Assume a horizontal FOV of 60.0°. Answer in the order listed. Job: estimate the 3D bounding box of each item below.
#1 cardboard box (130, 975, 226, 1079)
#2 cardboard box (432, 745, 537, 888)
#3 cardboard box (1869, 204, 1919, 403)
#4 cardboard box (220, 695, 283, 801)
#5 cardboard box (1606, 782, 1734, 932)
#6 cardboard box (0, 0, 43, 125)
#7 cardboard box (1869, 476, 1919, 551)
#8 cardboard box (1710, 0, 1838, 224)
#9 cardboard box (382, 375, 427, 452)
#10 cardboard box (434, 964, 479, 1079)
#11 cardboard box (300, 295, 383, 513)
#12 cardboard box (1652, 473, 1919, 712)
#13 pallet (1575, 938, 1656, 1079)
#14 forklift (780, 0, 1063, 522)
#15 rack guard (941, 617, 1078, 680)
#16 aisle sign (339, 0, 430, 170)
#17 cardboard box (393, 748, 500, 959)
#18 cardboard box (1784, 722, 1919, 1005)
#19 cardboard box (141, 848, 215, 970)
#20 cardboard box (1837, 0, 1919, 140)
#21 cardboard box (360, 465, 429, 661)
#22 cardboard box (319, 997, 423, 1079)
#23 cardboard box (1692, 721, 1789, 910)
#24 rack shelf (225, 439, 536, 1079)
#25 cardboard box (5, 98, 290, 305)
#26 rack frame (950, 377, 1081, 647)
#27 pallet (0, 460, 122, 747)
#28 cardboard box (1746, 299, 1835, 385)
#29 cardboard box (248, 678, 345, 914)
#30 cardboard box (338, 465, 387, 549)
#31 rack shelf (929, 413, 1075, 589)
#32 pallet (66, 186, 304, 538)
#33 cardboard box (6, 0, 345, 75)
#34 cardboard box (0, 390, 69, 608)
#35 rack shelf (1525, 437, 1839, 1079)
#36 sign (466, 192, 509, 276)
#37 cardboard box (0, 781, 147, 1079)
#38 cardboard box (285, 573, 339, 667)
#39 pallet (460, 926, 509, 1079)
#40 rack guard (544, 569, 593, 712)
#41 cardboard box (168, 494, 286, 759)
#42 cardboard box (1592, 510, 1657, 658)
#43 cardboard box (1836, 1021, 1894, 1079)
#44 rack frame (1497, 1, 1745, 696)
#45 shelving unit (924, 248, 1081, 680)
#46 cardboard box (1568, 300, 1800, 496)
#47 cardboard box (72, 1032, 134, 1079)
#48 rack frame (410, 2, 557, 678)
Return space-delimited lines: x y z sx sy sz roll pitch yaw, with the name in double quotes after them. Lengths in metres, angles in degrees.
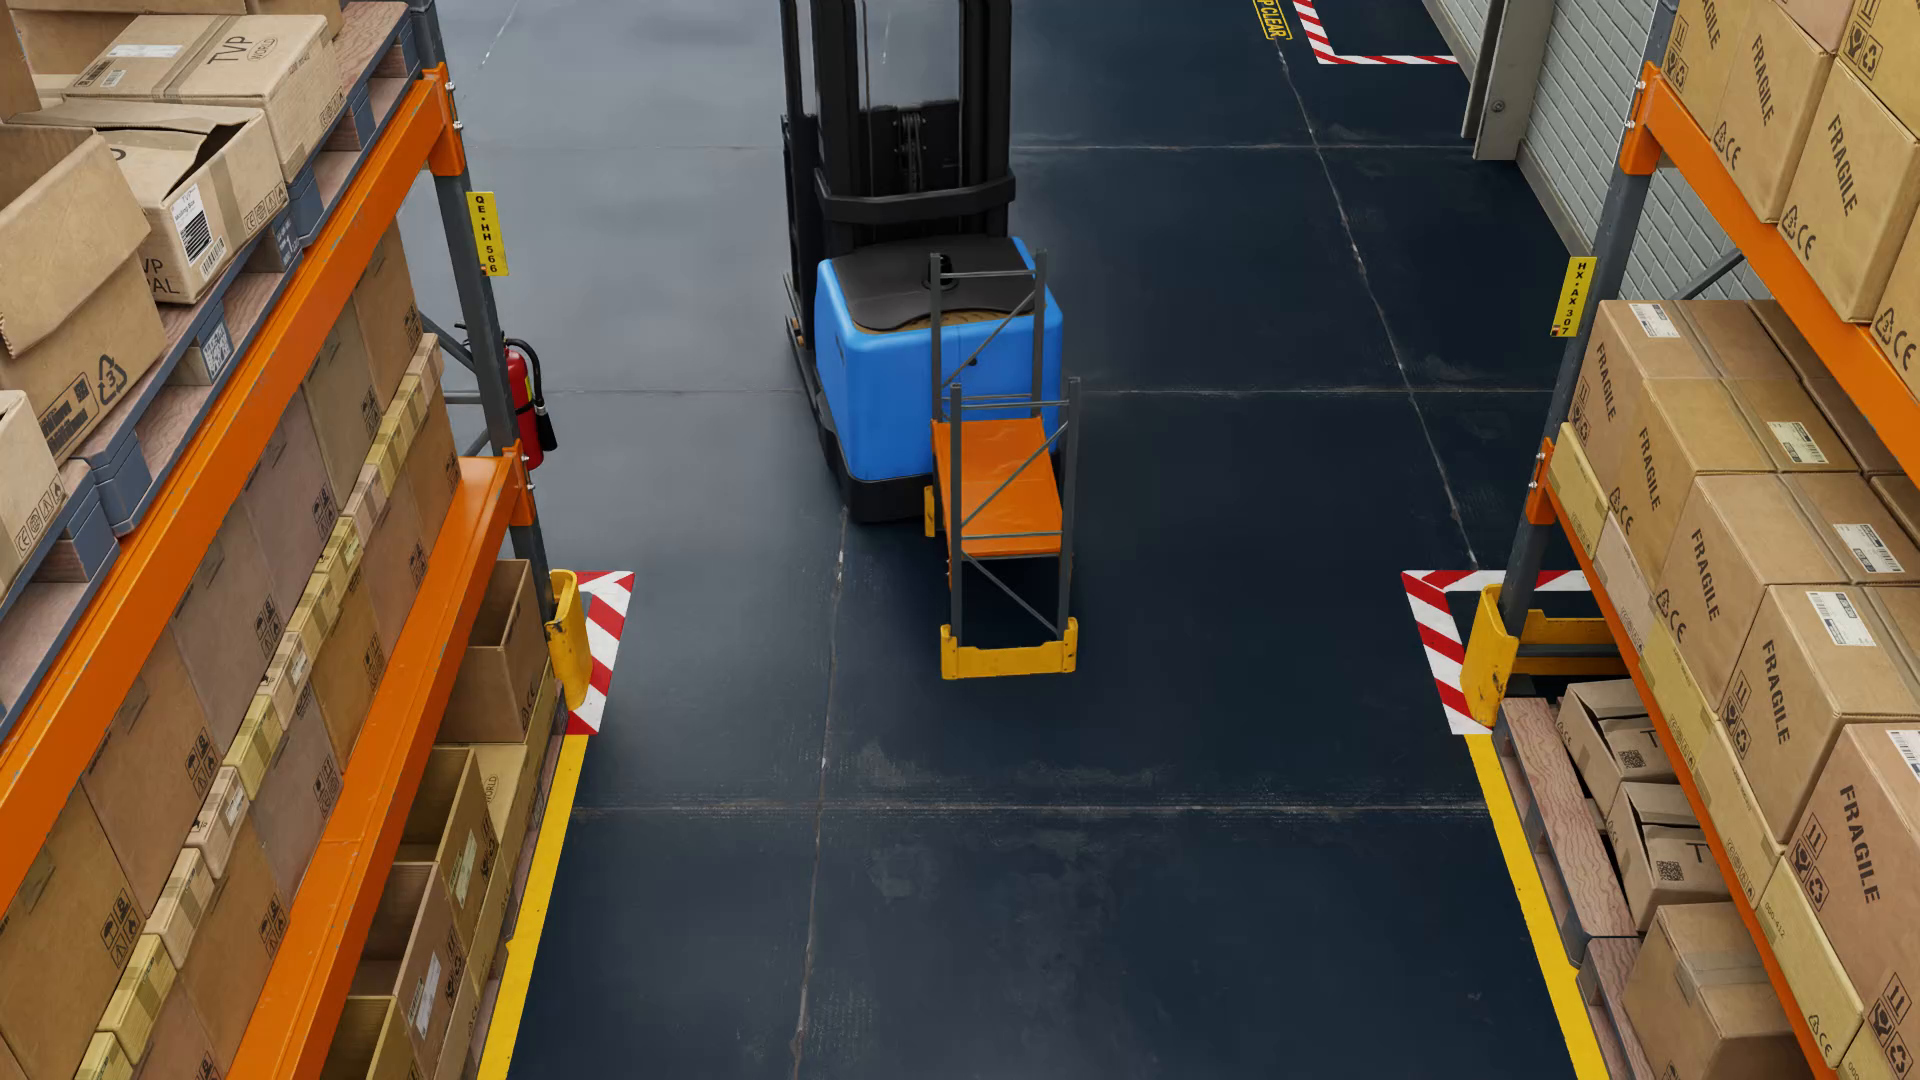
-2.206 1.323 3.866 0.700 0.500 0.500 0 39 -1 "cardboard box"
-1.888 1.025 6.181 0.500 0.250 0.500 0 39 0 "cardboard box"
2.499 -0.550 3.789 0.500 0.500 0.500 2 39 3 "cardboard box"
-2.004 0.541 4.323 0.380 0.149 0.250 0 39 0 "cardboard box"
2.669 1.129 5.986 0.500 0.311 0.500 3 39 4 "cardboard box"
-2.468 -0.921 3.820 0.500 0.500 0.500 0 39 0 "cardboard box"
2.966 0.153 4.910 0.500 0.500 0.500 -1 39 -1 "cardboard box"
2.473 -1.210 4.612 0.500 0.500 0.500 2 39 3 "cardboard box"
-2.004 -0.421 5.524 0.380 0.149 0.250 1 39 1 "cardboard box"
-1.886 1.651 5.400 0.500 0.250 0.500 0 39 0 "cardboard box"
-2.202 -0.423 5.007 0.700 0.500 0.500 -1 39 -1 "cardboard box"
2.442 0.151 4.912 0.500 0.500 0.500 -1 39 -2 "cardboard box"
2.722 1.867 5.497 1.003 0.211 1.213 0 39 0 "pallet"
-0.352 -2.155 8.341 1.130 2.935 3.031 -9 39 -11 "forklift"
0.212 0.471 7.207 0.587 0.250 0.087 -3 39 -4 "rack guard"
-1.903 -1.587 5.499 0.394 0.787 0.004 0 39 0 "aisle sign"
-1.882 1.045 5.556 0.500 0.500 0.500 0 39 0 "cardboard box"
2.456 0.799 4.104 0.500 0.500 0.500 -1 39 -1 "cardboard box"
-2.001 0.871 3.912 0.380 0.149 0.250 -1 39 -2 "cardboard box"
2.477 -1.270 3.887 0.500 0.500 0.500 1 39 1 "cardboard box"
-2.203 0.050 5.455 0.700 0.500 0.500 1 39 1 "cardboard box"
-1.880 1.671 4.775 0.500 0.500 0.500 0 39 0 "cardboard box"
2.448 0.778 4.730 0.500 0.250 0.500 0 39 0 "cardboard box"
-2.194 1.000 4.925 1.077 0.370 4.000 0 39 0 "rack shelf"
-1.931 -0.818 3.843 0.500 0.311 0.500 4 39 5 "cardboard box"
0.212 -0.015 6.816 0.500 1.500 0.032 -3 39 -4 "rack frame"
-2.219 0.300 2.894 1.003 0.211 1.213 0 39 0 "pallet"
2.970 -0.485 5.706 0.500 0.500 0.500 0 39 -1 "cardboard box"
-2.204 0.689 4.657 0.700 0.500 0.500 1 39 1 "cardboard box"
-2.005 -0.104 5.128 0.380 0.149 0.250 0 39 1 "cardboard box"
0.167 -0.192 7.323 0.538 0.185 1.000 -3 39 -4 "rack shelf"
-2.217 -0.461 3.844 1.003 0.211 1.213 0 39 0 "pallet"
-2.200 -1.602 4.666 0.797 0.503 0.637 2 39 3 "cardboard box"
-1.929 -0.037 2.868 0.500 0.311 0.500 -2 39 -3 "cardboard box"
2.760 0.994 4.932 1.077 0.370 4.000 0 39 0 "rack shelf"
-1.654 -1.068 5.814 0.100 0.325 0.005 0 39 0 "sign"
-2.200 0.831 3.443 0.700 0.500 0.500 0 39 0 "cardboard box"
-2.002 0.225 4.718 0.380 0.149 0.250 1 39 1 "cardboard box"
-2.155 1.796 5.586 1.003 0.211 1.213 0 39 0 "pallet"
-2.196 0.429 7.061 1.175 0.500 0.348 0 39 0 "rack guard"
-2.200 0.205 4.223 0.700 0.500 0.500 0 39 0 "cardboard box"
2.455 0.143 5.522 0.500 0.250 0.500 -1 39 -1 "cardboard box"
2.466 1.407 3.945 0.500 0.250 0.500 0 39 0 "cardboard box"
2.757 -0.538 6.268 1.000 3.000 0.127 0 39 0 "rack frame"
0.168 -0.326 7.204 0.587 1.500 1.083 -3 39 -4 "shelving unit"
2.457 -0.481 5.701 0.500 0.500 0.500 0 39 0 "cardboard box"
-2.001 1.191 3.512 0.380 0.149 0.250 -1 39 -1 "cardboard box"
-2.196 -0.532 6.260 1.000 3.000 0.127 0 39 0 "rack frame"
